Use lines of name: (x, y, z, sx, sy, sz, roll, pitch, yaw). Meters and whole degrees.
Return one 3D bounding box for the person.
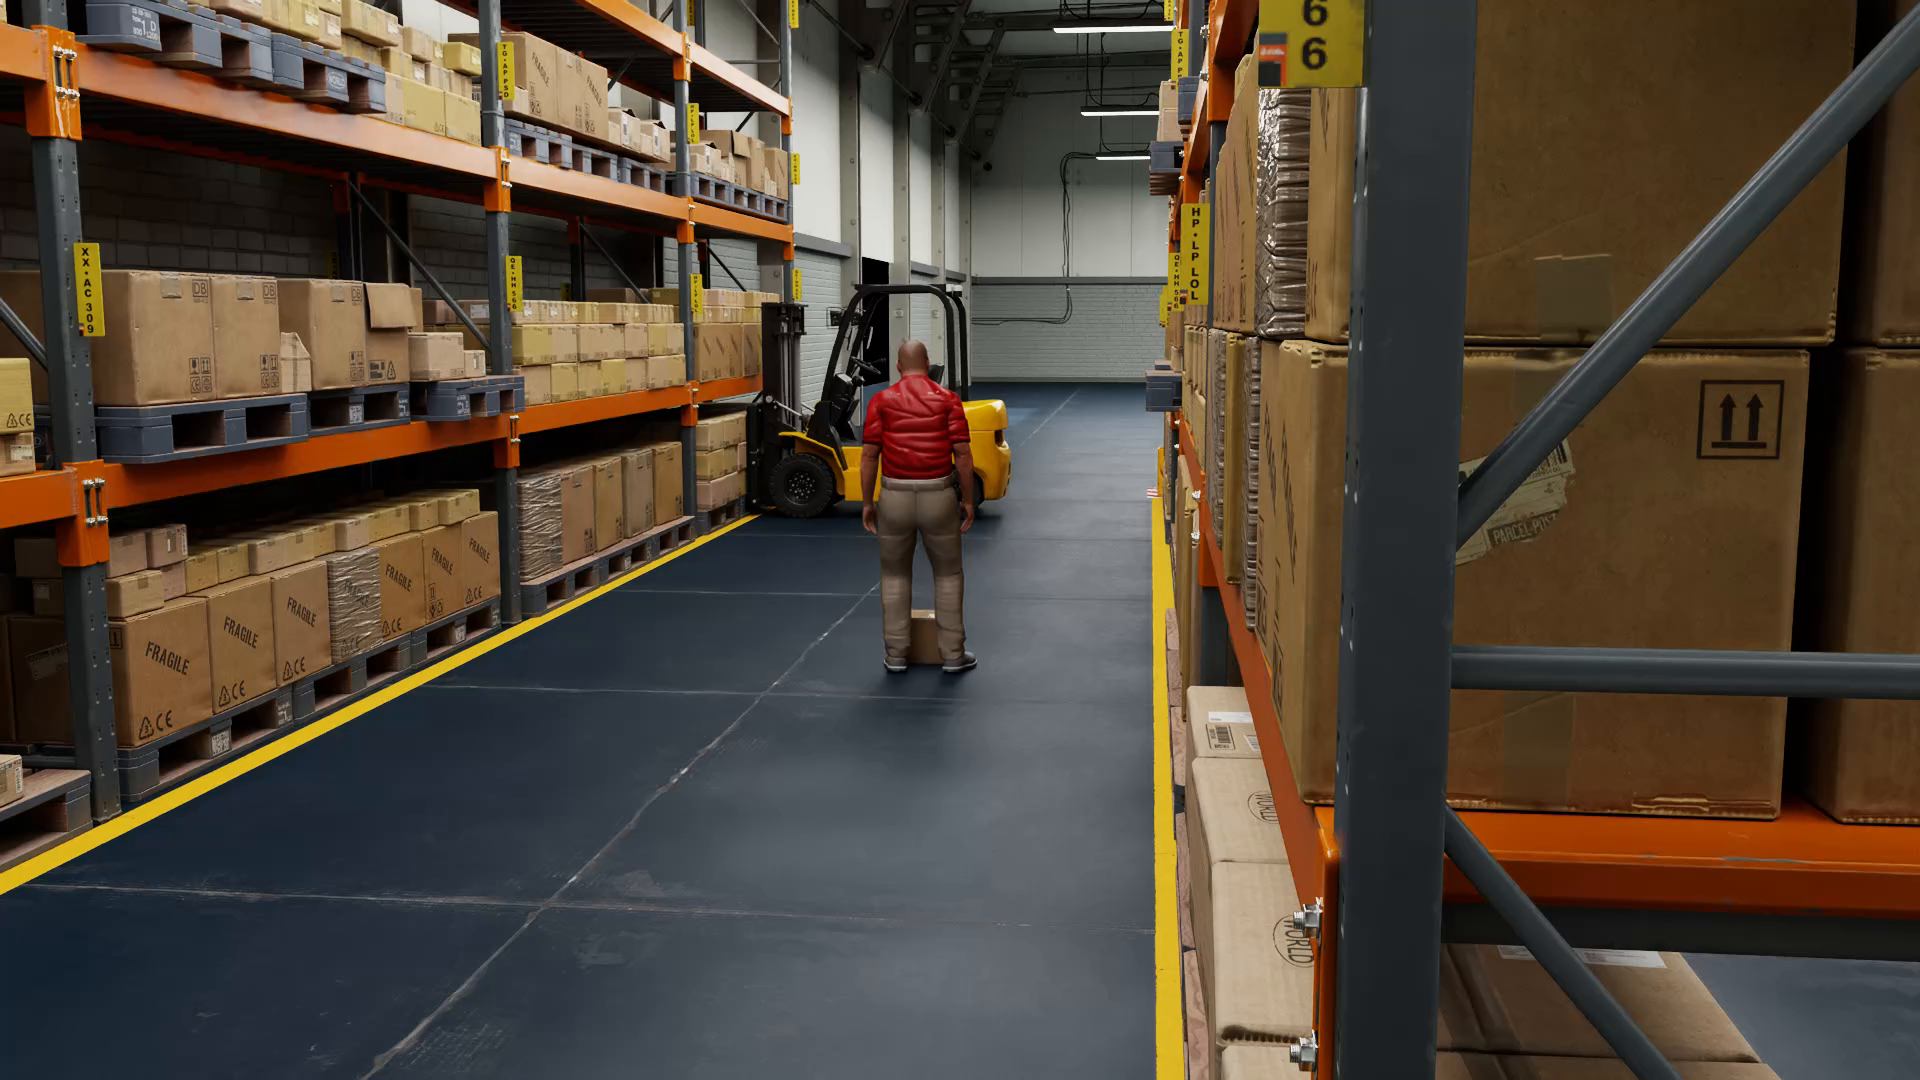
person: (-0.215, -0.175, 8.672, 0.604, 1.726, 0.394, 0, 8, 3)
